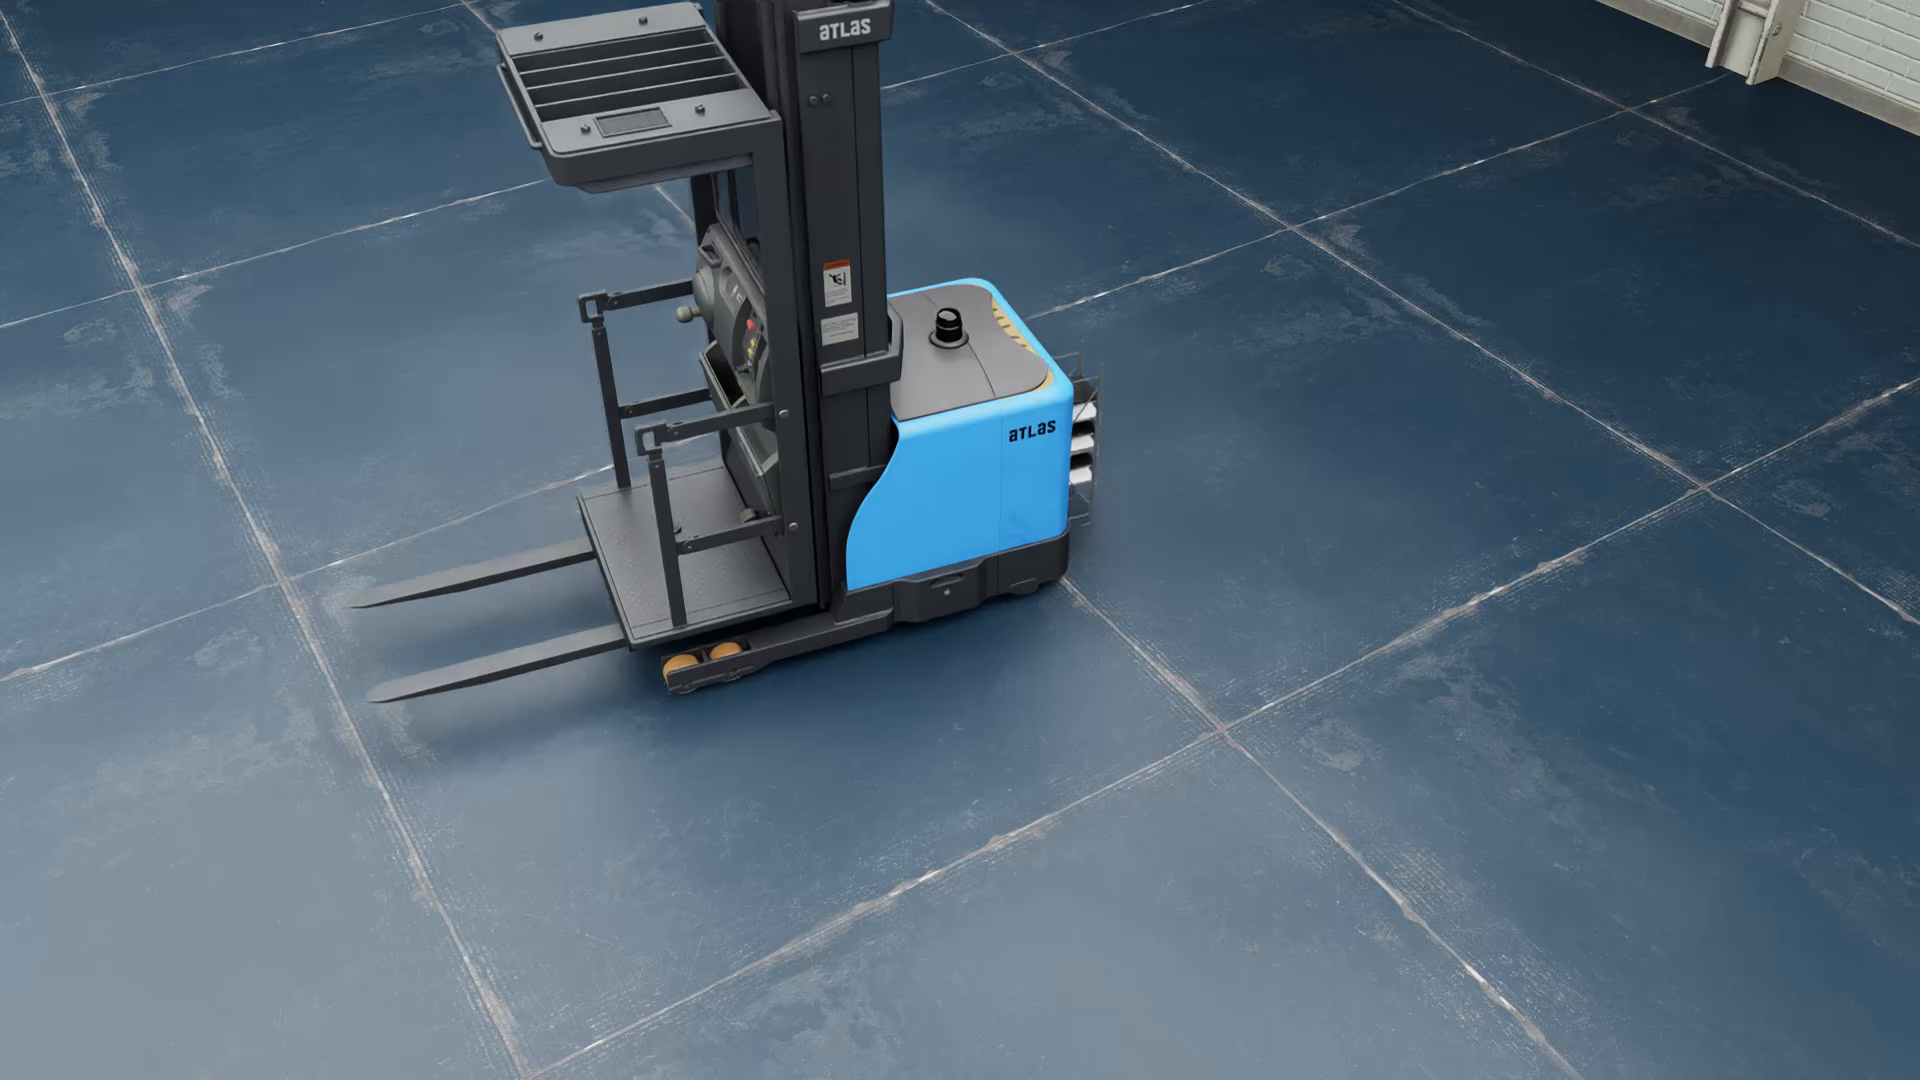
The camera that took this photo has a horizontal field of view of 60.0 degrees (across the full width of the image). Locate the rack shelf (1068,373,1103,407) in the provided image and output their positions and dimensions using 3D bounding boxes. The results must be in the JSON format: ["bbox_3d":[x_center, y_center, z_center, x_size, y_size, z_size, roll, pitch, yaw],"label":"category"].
[{"bbox_3d":[0.478,-0.640,7.444,0.258,0.077,0.200,-14,42,-17],"label":"rack shelf"}]

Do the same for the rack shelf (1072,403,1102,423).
[{"bbox_3d":[0.478,-0.570,7.502,0.258,0.077,0.200,-14,42,-17],"label":"rack shelf"}]

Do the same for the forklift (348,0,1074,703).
[{"bbox_3d":[-1.083,-0.867,6.501,3.031,2.935,1.130,-14,42,-17],"label":"forklift"}]

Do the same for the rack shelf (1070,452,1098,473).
[{"bbox_3d":[0.477,-0.363,7.674,0.258,0.077,0.200,-14,42,-17],"label":"rack shelf"}]

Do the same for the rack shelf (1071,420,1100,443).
[{"bbox_3d":[0.478,-0.501,7.559,0.258,0.077,0.200,-14,42,-17],"label":"rack shelf"}]

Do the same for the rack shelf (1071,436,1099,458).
[{"bbox_3d":[0.477,-0.432,7.617,0.258,0.077,0.200,-14,42,-17],"label":"rack shelf"}]

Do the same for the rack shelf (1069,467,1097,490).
[{"bbox_3d":[0.477,-0.294,7.732,0.258,0.077,0.200,-14,42,-17],"label":"rack shelf"}]

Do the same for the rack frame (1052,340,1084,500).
[{"bbox_3d":[0.440,-0.518,7.668,0.240,0.900,0.006,-14,42,-17],"label":"rack frame"}]

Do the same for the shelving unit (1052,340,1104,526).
[{"bbox_3d":[0.478,-0.458,7.596,0.258,0.900,0.210,-14,42,-17],"label":"shelving unit"}]

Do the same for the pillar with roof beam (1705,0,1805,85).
[{"bbox_3d":[1.887,-5.290,7.068,9.100,9.000,0.400,-22,45,-24],"label":"pillar with roof beam"}]

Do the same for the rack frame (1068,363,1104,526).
[{"bbox_3d":[0.515,-0.397,7.523,0.240,0.900,0.006,-14,42,-17],"label":"rack frame"}]
